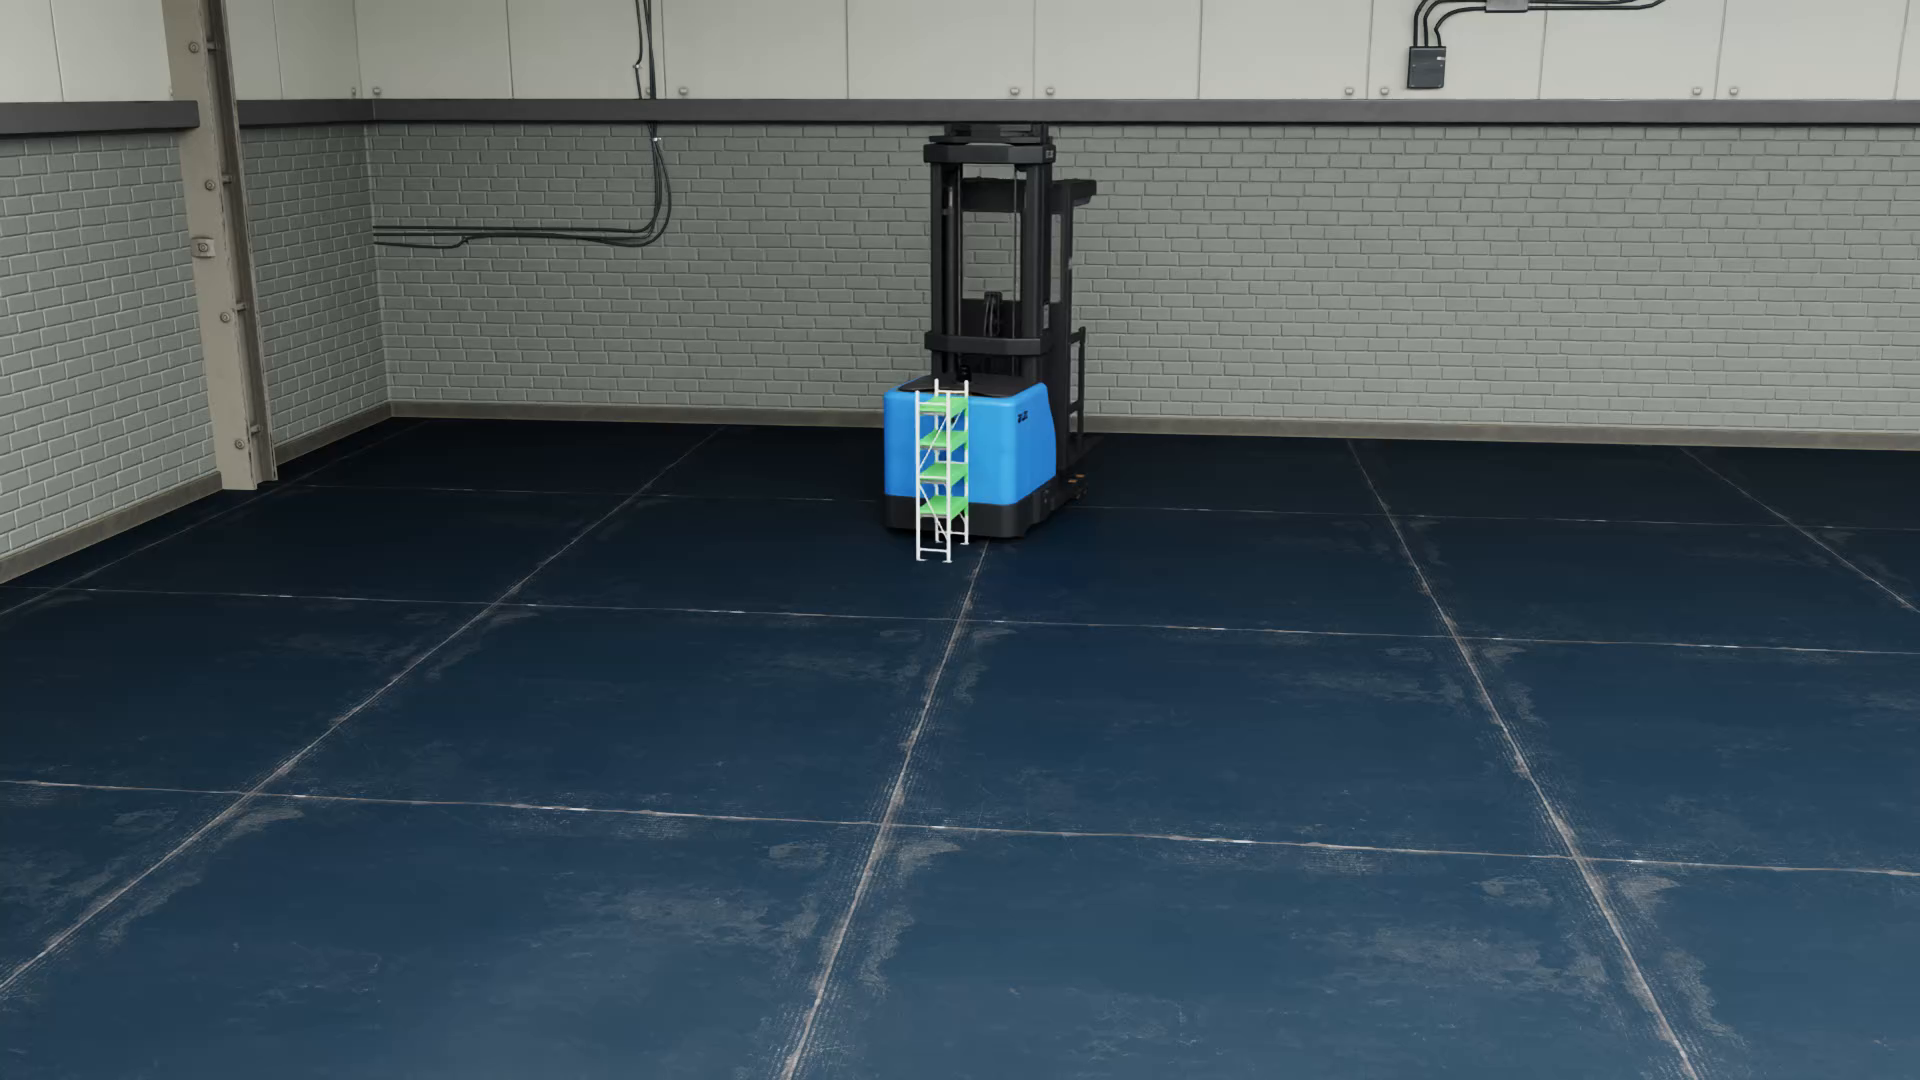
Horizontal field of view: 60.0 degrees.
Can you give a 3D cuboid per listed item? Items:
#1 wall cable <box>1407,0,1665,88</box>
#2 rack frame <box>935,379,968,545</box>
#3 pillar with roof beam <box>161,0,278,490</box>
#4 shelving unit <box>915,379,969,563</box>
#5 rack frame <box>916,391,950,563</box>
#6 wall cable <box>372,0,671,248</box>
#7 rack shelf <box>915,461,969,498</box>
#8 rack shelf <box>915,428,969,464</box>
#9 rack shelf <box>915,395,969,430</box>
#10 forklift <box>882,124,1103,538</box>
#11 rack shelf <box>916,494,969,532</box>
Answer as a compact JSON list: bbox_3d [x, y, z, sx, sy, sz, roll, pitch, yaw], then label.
[{"bbox_3d":[5.136,-6.895,13.906,2.305,6.003,0.169,2,15,6],"label":"wall cable"},{"bbox_3d":[-0.060,-0.552,11.903,0.240,1.200,0.015,4,16,14],"label":"rack frame"},{"bbox_3d":[-1.664,-4.685,12.249,9.100,9.000,0.400,2,15,6],"label":"pillar with roof beam"},{"bbox_3d":[-0.122,-0.490,11.675,0.258,1.200,0.503,4,16,14],"label":"shelving unit"},{"bbox_3d":[-0.184,-0.428,11.447,0.240,1.200,0.015,4,16,14],"label":"rack frame"},{"bbox_3d":[-4.295,-4.038,15.804,3.097,2.526,0.112,2,15,6],"label":"wall cable"},{"bbox_3d":[-0.122,-0.428,11.692,0.258,0.148,0.480,4,16,14],"label":"rack shelf"},{"bbox_3d":[-0.122,-0.660,11.629,0.258,0.148,0.480,4,16,14],"label":"rack shelf"},{"bbox_3d":[-0.122,-0.892,11.567,0.258,0.148,0.480,4,16,14],"label":"rack shelf"},{"bbox_3d":[0.415,-1.770,13.094,1.130,2.935,3.031,6,16,20],"label":"forklift"},{"bbox_3d":[-0.122,-0.197,11.755,0.258,0.148,0.480,4,16,14],"label":"rack shelf"}]
